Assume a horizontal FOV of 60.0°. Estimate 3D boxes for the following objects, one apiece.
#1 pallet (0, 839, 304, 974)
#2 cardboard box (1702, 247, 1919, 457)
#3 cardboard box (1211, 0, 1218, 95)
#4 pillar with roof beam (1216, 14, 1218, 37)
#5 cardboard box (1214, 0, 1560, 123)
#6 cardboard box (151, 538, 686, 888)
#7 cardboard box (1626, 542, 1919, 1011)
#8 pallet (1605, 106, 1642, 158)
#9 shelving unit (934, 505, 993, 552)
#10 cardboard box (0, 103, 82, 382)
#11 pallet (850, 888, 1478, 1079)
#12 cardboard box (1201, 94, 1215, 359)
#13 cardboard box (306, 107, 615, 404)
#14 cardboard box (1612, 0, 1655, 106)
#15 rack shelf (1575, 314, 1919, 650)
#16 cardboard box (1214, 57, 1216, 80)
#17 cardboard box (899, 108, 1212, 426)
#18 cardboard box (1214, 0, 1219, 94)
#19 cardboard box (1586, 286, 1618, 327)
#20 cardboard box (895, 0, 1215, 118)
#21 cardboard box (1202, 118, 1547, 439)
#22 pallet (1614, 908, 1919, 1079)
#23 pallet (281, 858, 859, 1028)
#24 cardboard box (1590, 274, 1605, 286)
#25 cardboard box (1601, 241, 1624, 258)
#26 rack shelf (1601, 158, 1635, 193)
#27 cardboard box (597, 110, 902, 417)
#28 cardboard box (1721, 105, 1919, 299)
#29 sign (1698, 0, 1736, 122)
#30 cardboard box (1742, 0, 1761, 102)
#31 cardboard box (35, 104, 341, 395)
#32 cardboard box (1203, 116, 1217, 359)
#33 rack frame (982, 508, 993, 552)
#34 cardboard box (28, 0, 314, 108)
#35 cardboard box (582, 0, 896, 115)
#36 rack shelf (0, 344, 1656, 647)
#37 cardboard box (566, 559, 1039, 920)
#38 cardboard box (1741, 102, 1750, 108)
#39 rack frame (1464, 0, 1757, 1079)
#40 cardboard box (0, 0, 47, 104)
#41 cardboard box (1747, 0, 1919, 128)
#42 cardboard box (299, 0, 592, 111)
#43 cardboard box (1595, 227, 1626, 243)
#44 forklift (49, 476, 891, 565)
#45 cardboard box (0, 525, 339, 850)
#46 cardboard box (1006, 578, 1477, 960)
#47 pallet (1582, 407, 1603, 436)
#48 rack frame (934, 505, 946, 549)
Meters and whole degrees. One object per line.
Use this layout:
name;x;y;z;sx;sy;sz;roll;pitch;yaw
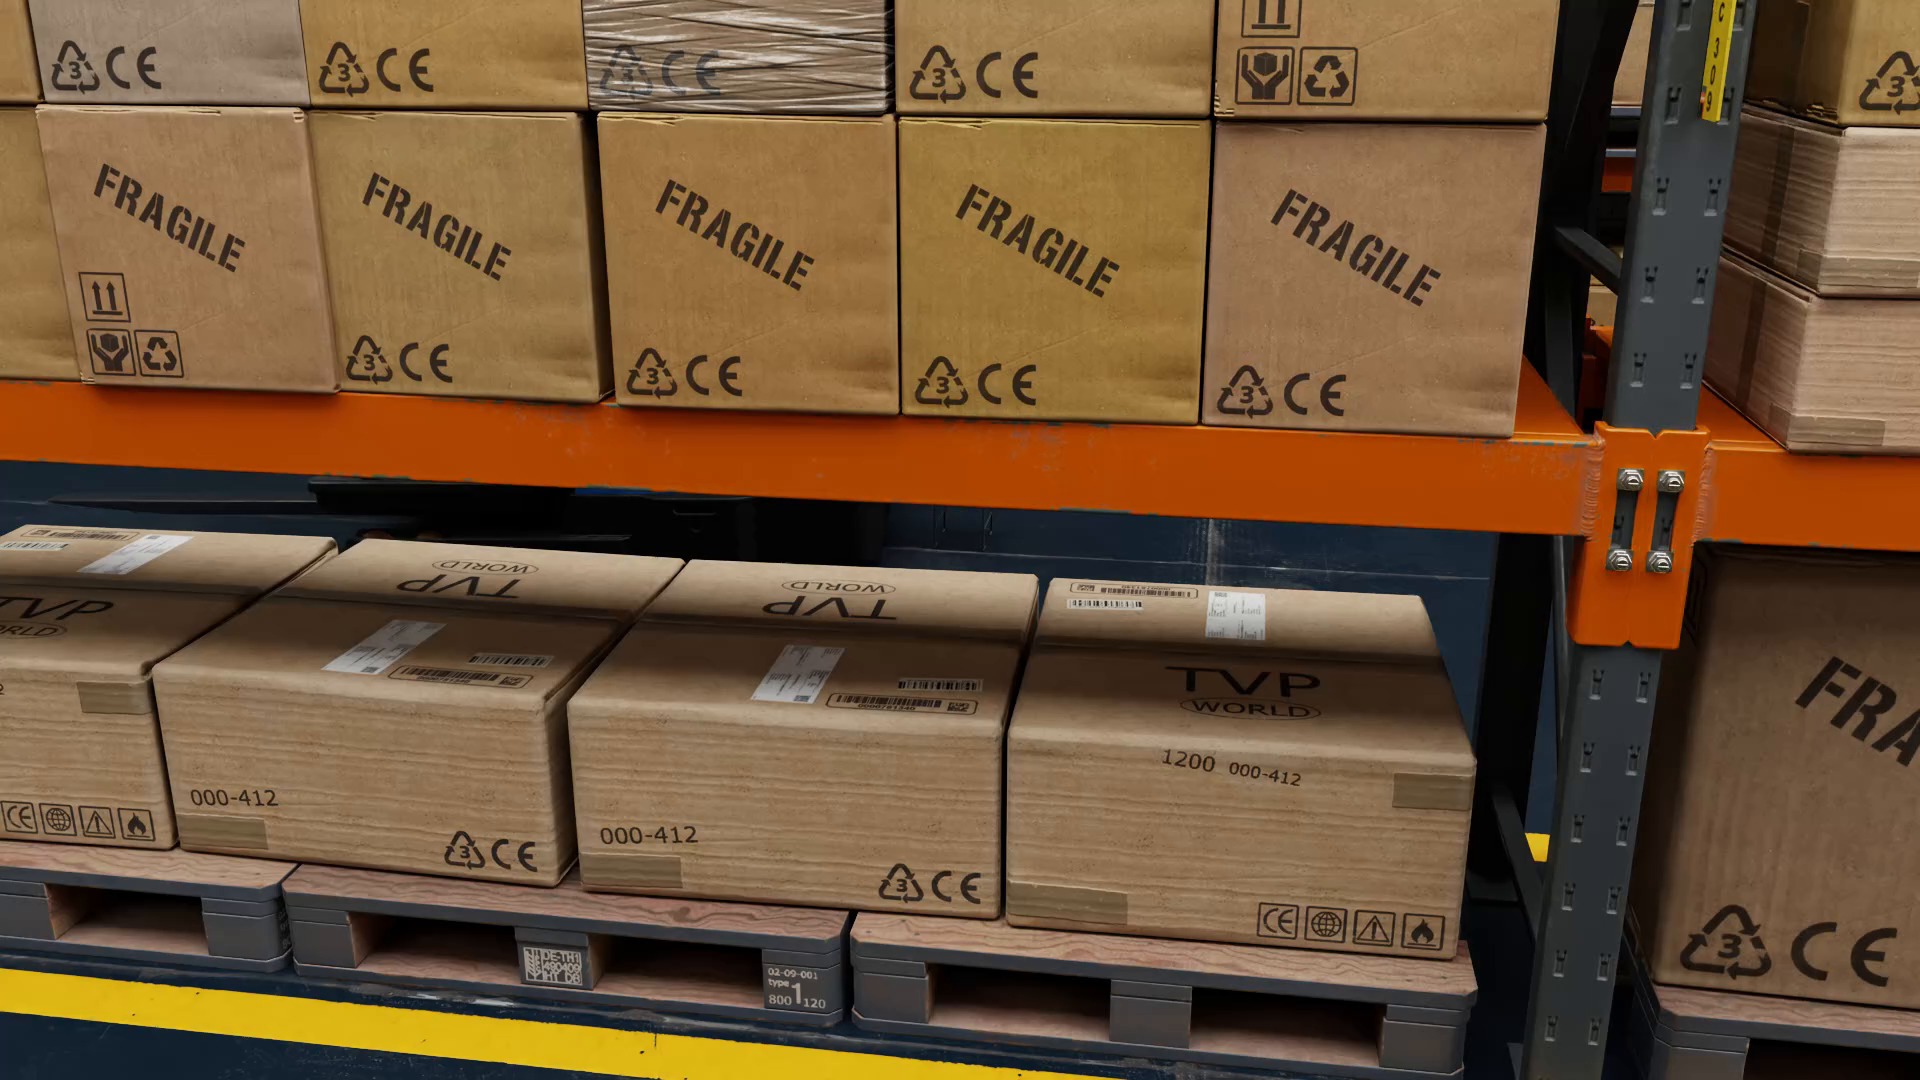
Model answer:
pallet;-1.959;0.638;4.064;1.213;0.211;1.003;3;19;9
cardboard box;1.581;-0.323;2.778;0.500;0.250;0.500;2;19;7
cardboard box;0.259;-1.148;3.273;0.500;0.500;0.500;3;19;8
pillar with roof beam;0.745;-3.868;3.681;0.400;9.000;9.100;3;19;9
cardboard box;0.679;-0.958;2.705;0.500;0.500;0.500;3;19;8
cardboard box;-1.188;0.361;3.873;0.875;0.438;0.875;3;19;10
cardboard box;1.814;0.316;3.319;0.875;0.875;0.875;4;19;10
pallet;2.744;-1.889;7.523;1.213;0.211;1.003;3;19;9
shelving unit;0.014;-0.568;6.111;0.189;1.200;0.258;3;19;9
cardboard box;-1.828;-0.617;3.262;0.500;0.500;0.500;3;19;8
pallet;0.450;0.761;3.697;1.213;0.211;1.003;3;19;9
cardboard box;0.271;-0.679;3.446;0.500;0.500;0.500;3;19;9
cardboard box;-0.832;-0.566;3.109;0.500;0.500;0.500;4;19;10
cardboard box;2.926;-2.180;7.273;0.500;0.500;0.700;3;19;9
rack shelf;3.163;-0.057;2.880;4.000;0.370;1.077;3;19;9
cardboard box;0.934;-2.094;7.602;0.500;0.250;0.500;3;19;9
cardboard box;0.181;-0.514;2.954;0.500;0.500;0.500;2;19;7
cardboard box;0.757;-1.120;3.191;0.500;0.500;0.500;3;19;9
cardboard box;2.942;-0.949;7.691;0.500;0.500;0.500;3;19;8
cardboard box;0.179;-0.986;2.789;0.500;0.500;0.500;3;19;8
cardboard box;0.690;-0.490;2.882;0.500;0.500;0.500;3;19;9
pallet;1.963;0.839;3.464;1.213;0.211;1.003;3;19;9
pallet;-0.758;0.700;3.878;1.213;0.211;1.003;3;19;9
cardboard box;2.825;-1.275;7.642;0.250;0.149;0.380;2;19;6
cardboard box;3.098;-1.266;7.614;0.250;0.149;0.380;3;19;8
rack shelf;3.947;-1.612;7.529;4.000;0.370;1.077;3;19;9
cardboard box;-0.317;-0.535;3.016;0.500;0.500;0.500;3;19;8
cardboard box;1.578;-0.554;2.681;0.500;0.250;0.500;2;19;7
sign;1.102;-0.773;2.397;0.005;0.325;0.100;3;19;9
cardboard box;1.670;-1.077;3.060;0.500;0.500;0.500;4;19;10
cardboard box;-1.329;-0.586;3.169;0.500;0.500;0.500;3;19;8
cardboard box;0.767;-0.652;3.367;0.500;0.500;0.500;4;19;10
rack frame;0.105;-0.564;6.097;0.006;1.200;0.240;3;19;9
cardboard box;-1.311;-1.061;3.014;0.500;0.500;0.500;3;19;8
cardboard box;-0.325;-1.009;2.857;0.500;0.500;0.500;3;19;9
rack shelf;-0.786;-0.258;3.482;4.000;0.370;1.077;3;19;9
cardboard box;-0.298;0.407;3.736;0.875;0.438;0.875;2;19;7
cardboard box;1.663;-0.719;3.173;0.500;0.250;0.500;3;19;9
rack frame;1.189;-0.499;3.067;0.127;3.000;1.000;3;19;9
cardboard box;-1.821;-1.085;3.084;0.500;0.500;0.500;2;19;7
cardboard box;1.578;-0.908;2.557;0.500;0.500;0.500;3;19;9
cardboard box;-0.818;-1.036;2.940;0.500;0.500;0.500;3;19;9
cardboard box;3.140;-1.422;8.080;0.250;0.149;0.380;2;19;6
forklift;-1.787;-1.419;5.925;3.031;2.935;1.130;0;19;1
cardboard box;-2.093;0.317;4.003;0.875;0.438;0.875;2;19;7
cardboard box;0.586;0.452;3.602;0.875;0.438;0.875;3;19;8
pallet;2.781;-0.703;8.071;1.213;0.211;1.003;3;19;9
rack frame;-0.076;-0.573;6.124;0.006;1.200;0.240;3;19;9
